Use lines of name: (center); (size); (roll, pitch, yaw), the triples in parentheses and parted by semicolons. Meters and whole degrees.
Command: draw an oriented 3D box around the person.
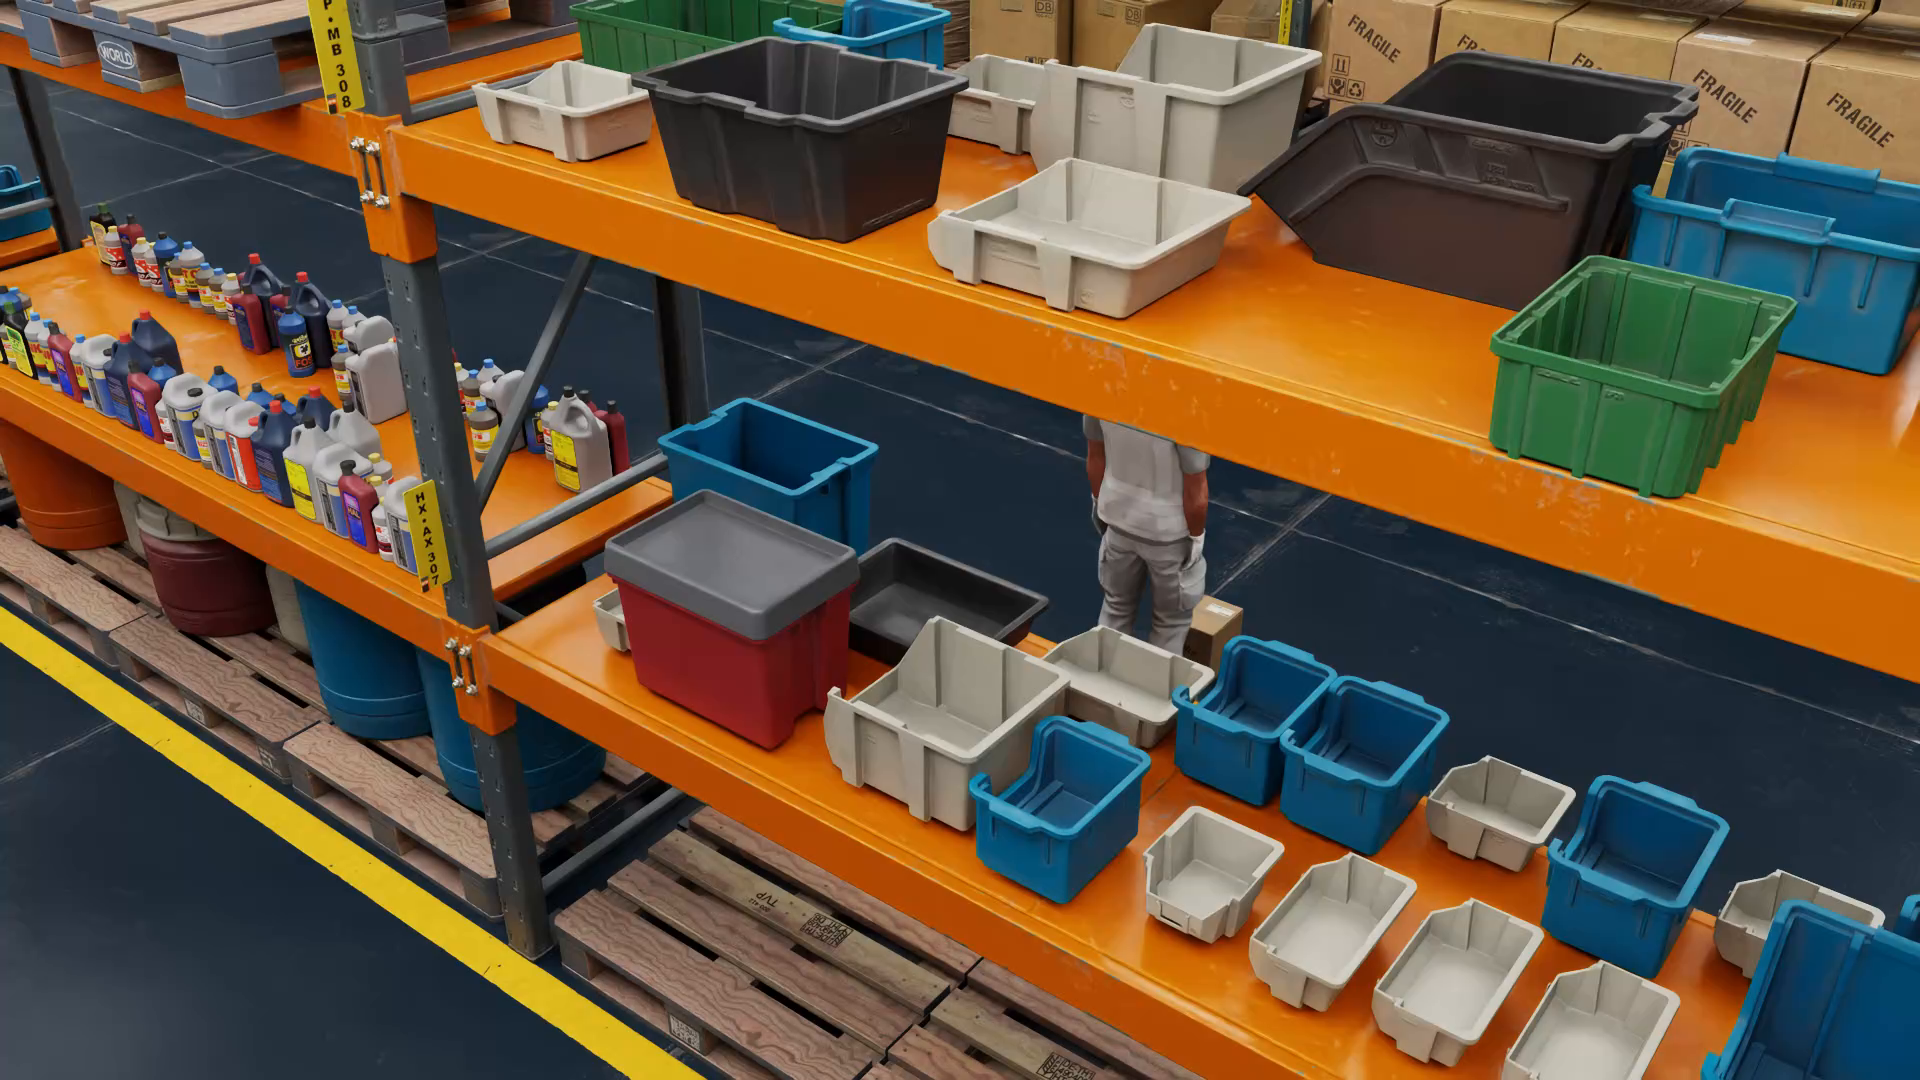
person: (0.705, -0.067, 6.223); (0.524, 1.786, 0.348); (22, 37, 32)
